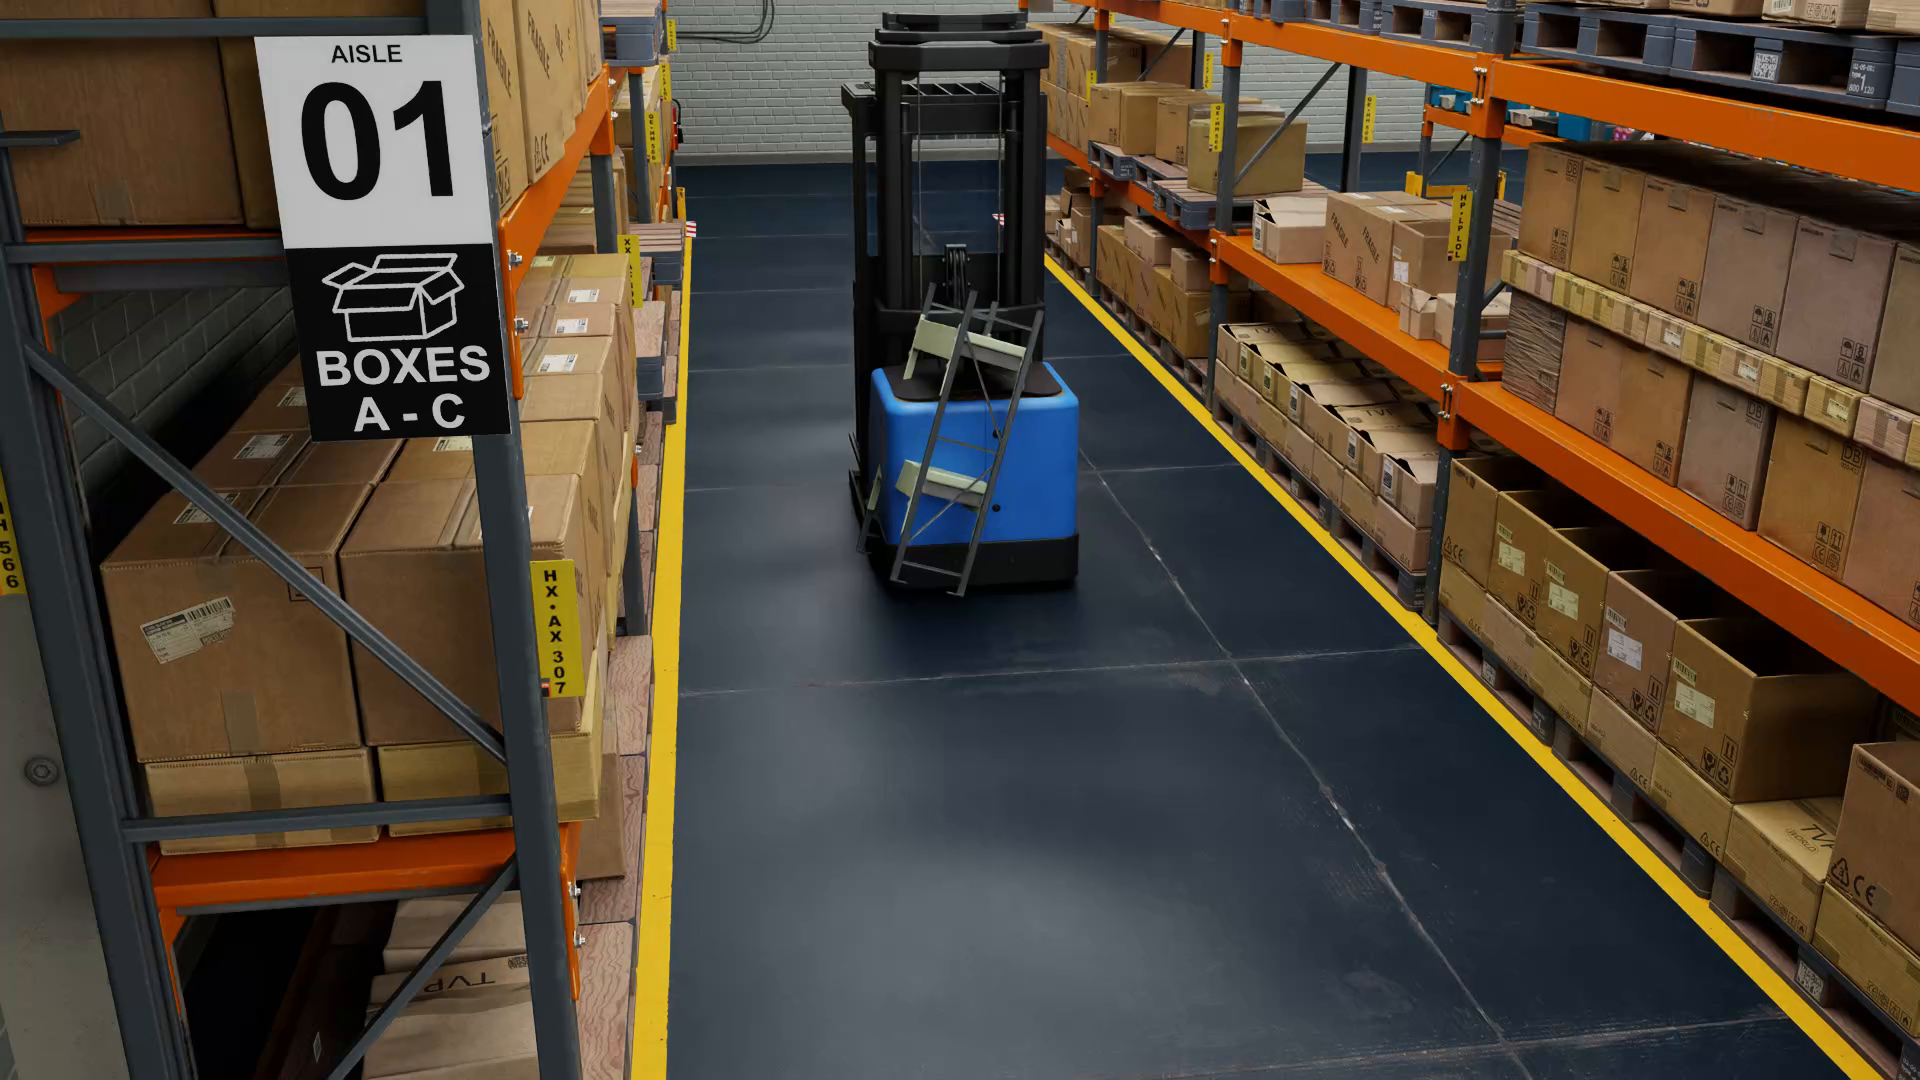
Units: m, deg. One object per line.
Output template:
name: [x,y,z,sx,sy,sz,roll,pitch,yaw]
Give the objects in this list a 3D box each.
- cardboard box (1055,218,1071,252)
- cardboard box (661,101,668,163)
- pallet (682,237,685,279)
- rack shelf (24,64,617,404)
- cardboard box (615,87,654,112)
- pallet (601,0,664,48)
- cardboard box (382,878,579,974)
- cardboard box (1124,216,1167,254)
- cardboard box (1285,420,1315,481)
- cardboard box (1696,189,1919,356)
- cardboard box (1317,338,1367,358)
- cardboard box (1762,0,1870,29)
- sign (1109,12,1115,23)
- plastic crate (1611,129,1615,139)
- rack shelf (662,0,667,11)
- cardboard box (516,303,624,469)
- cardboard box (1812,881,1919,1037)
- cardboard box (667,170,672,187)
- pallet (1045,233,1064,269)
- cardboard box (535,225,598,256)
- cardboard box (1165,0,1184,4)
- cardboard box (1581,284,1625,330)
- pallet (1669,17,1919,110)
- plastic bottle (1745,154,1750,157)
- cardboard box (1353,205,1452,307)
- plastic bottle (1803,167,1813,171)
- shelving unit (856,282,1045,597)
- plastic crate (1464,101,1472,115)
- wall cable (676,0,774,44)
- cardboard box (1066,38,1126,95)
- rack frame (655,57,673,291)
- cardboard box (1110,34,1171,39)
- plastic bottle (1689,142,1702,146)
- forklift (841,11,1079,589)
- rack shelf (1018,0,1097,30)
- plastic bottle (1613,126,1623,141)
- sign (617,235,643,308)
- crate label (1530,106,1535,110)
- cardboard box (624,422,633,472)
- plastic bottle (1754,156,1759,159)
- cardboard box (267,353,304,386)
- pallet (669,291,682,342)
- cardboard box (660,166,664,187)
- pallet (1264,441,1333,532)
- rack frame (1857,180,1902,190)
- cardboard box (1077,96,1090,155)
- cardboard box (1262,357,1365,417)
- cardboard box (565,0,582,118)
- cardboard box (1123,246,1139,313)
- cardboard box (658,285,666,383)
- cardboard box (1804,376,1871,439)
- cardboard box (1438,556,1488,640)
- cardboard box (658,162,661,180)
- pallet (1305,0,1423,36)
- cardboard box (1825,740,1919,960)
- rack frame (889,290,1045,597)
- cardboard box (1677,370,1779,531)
cardboard box: [1.275,-3.164,17.115,0.500,0.311,0.500,-3,21,-8]
cardboard box: [-3.218,-3.853,15.317,0.980,0.700,0.700,-3,21,-7]
pallet: [-3.367,-2.908,17.201,1.003,0.211,1.213,-3,21,-8]
rack shelf: [-1.714,-1.130,5.195,1.077,0.370,4.000,-3,21,-8]
cardboard box: [-2.543,-3.215,12.369,0.500,0.250,0.500,-3,21,-7]
pallet: [-2.138,-2.649,8.504,1.213,0.211,1.003,-3,21,-8]
cardboard box: [-1.519,1.243,5.316,0.500,0.311,0.500,-1,21,-3]
cardboard box: [1.719,-2.636,14.358,0.500,0.250,0.500,-3,21,-8]
cardboard box: [2.335,-0.572,10.289,0.500,0.250,0.500,-2,21,-7]
cardboard box: [3.186,-0.985,6.070,0.700,0.500,0.500,-3,21,-8]
cardboard box: [2.723,-1.213,11.205,0.500,0.311,0.500,-3,21,-9]
cardboard box: [2.969,-1.824,5.353,0.500,0.311,0.500,-1,20,-1]
sign: [1.721,-5.872,19.043,0.100,0.325,0.005,-3,21,-8]
plastic crate: [6.722,-4.097,16.689,0.396,0.136,0.243,-3,21,-8]
rack shelf: [-3.444,-5.285,16.320,1.077,0.370,4.000,-3,21,-8]
cardboard box: [-1.489,-0.549,6.013,0.500,0.500,0.500,-4,21,-9]
cardboard box: [3.106,1.300,5.278,0.500,0.250,0.500,-3,21,-8]
cardboard box: [-3.296,-3.878,17.856,0.380,0.149,0.250,-2,21,-6]
pallet: [1.469,-3.130,17.795,1.003,0.211,1.213,-3,21,-8]
cardboard box: [-2.042,-1.185,7.830,0.700,0.500,0.500,-3,21,-8]
cardboard box: [2.078,-4.348,12.641,0.910,0.500,0.500,-3,21,-8]
cardboard box: [2.861,-0.986,7.000,0.380,0.149,0.250,-3,21,-8]
pallet: [3.220,-1.654,5.696,1.003,0.211,1.213,-3,21,-8]
plastic bottle: [6.579,-3.098,13.892,0.061,0.283,0.133,-3,21,-8]
cardboard box: [2.656,-1.675,9.770,0.500,0.500,0.500,-3,21,-8]
plastic bottle: [7.282,-3.227,14.246,0.152,0.276,0.135,-3,21,-8]
shelving unit: [-0.073,-0.543,8.683,0.431,1.500,0.755,14,7,-19]
plastic crate: [5.843,-4.861,18.735,0.250,0.136,0.298,-3,21,-8]
wall cable: [-4.194,-8.241,23.358,3.097,2.526,0.112,-3,21,-8]
cardboard box: [1.340,-4.630,16.253,0.500,0.500,0.500,-3,21,-9]
rack frame: [-3.156,-3.524,14.864,1.000,3.000,0.127,-3,21,-8]
cardboard box: [1.808,-4.824,16.774,0.500,0.500,0.500,-4,21,-9]
plastic bottle: [6.505,-3.385,14.670,0.152,0.276,0.135,-3,21,-8]
forklift: [-0.096,-1.591,9.787,1.130,2.935,3.031,-3,21,-8]
rack shelf: [1.458,-5.536,16.992,1.077,0.370,4.000,-3,21,-8]
plastic bottle: [6.279,-3.821,15.825,0.061,0.283,0.133,-3,21,-8]
sign: [-1.467,-1.190,7.377,0.100,0.325,0.005,-3,21,-8]
crate label: [6.460,-4.844,18.689,0.396,0.136,0.243,-3,21,-8]
cardboard box: [-1.571,-0.372,6.610,0.500,0.250,0.500,-3,21,-8]
plastic bottle: [6.695,-3.170,14.082,0.061,0.283,0.133,-3,21,-8]
cardboard box: [-1.918,-0.340,5.454,0.500,0.500,0.500,-3,21,-7]
pallet: [-2.970,-1.954,14.647,1.003,0.211,1.213,-3,21,-8]
cardboard box: [-2.678,-3.046,13.916,0.380,0.149,0.250,-3,21,-8]
pallet: [2.575,-0.376,10.420,1.003,0.211,1.213,-3,21,-8]
rack frame: [7.225,-2.639,12.494,1.000,3.000,0.127,-3,21,-8]
cardboard box: [1.420,-3.982,15.948,0.500,0.500,0.500,-3,21,-7]
cardboard box: [2.263,-1.007,10.654,0.500,0.311,0.500,-3,21,-9]
cardboard box: [-1.446,-1.511,5.016,0.500,0.500,0.500,-2,21,-4]
cardboard box: [1.727,-2.273,14.459,0.500,0.500,0.500,-3,21,-7]
cardboard box: [-2.555,-1.590,12.159,0.750,0.750,0.750,-3,21,-8]
cardboard box: [3.084,-0.451,5.567,0.380,0.149,0.250,-2,21,-6]
cardboard box: [2.666,0.262,8.058,0.500,0.250,0.500,-3,21,-8]
cardboard box: [-2.615,-3.049,12.997,0.500,0.500,0.500,-2,21,-6]
pallet: [2.673,-3.090,9.684,1.003,0.211,1.213,-2,21,-5]
cardboard box: [3.104,0.949,5.146,0.500,0.500,0.500,-3,21,-8]
rack frame: [0.034,-0.472,8.340,0.400,1.500,0.023,14,7,-19]
cardboard box: [3.195,-0.365,6.265,0.700,0.500,0.500,-2,21,-6]
